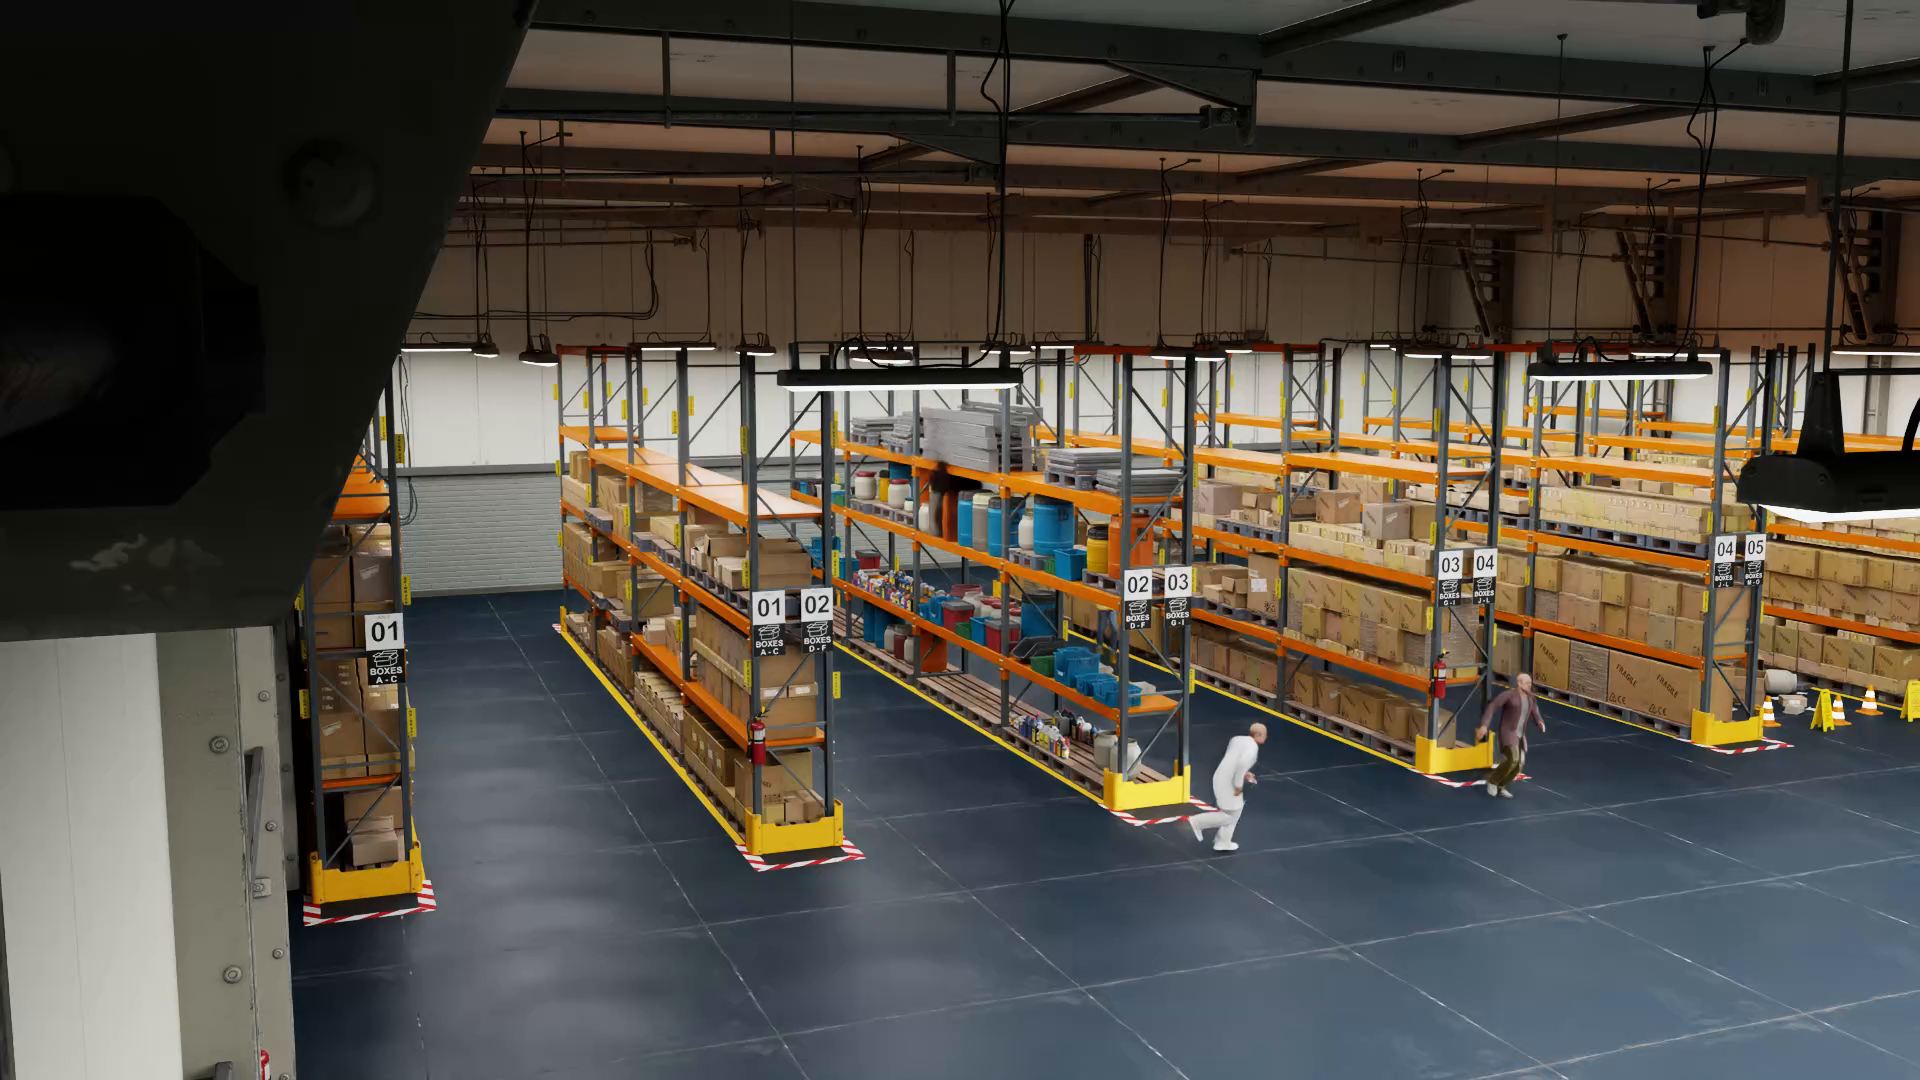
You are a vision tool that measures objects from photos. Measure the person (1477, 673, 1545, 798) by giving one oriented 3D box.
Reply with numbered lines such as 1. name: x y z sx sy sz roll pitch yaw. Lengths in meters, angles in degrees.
1. person: 7.542 2.667 22.545 0.902 1.709 0.677 -5 9 -35

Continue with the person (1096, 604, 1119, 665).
1. person: 2.720 1.335 30.444 0.678 1.876 0.804 -2 7 -15

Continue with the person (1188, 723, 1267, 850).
1. person: 3.250 3.010 20.152 0.963 1.581 0.729 -1 7 -9
